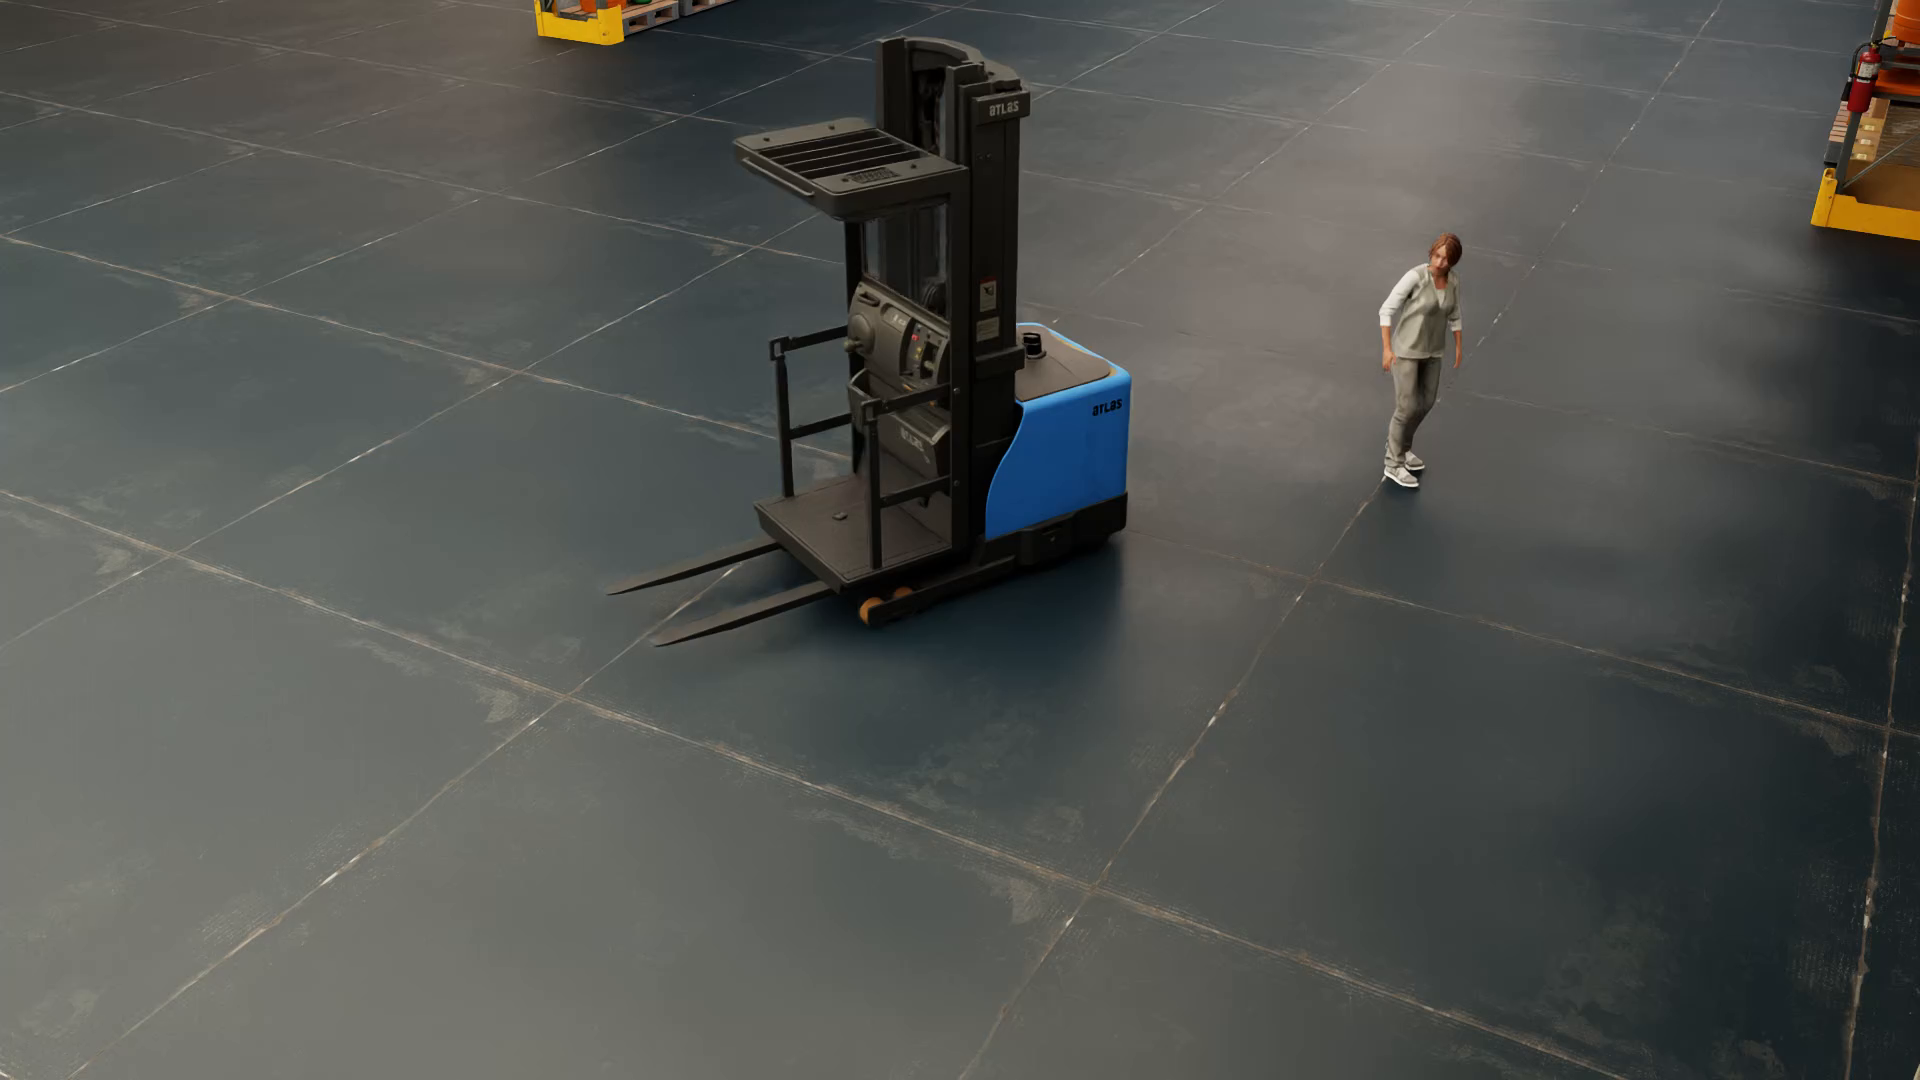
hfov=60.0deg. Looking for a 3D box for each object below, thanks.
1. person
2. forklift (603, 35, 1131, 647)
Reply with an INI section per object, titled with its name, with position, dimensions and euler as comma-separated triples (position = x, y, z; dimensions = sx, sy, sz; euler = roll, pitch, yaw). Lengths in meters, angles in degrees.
[person]
position = 2.906, -1.135, 10.385
dimensions = 0.610, 1.589, 0.455
euler = -15, 33, -24
[forklift]
position = -0.511, -1.086, 8.953
dimensions = 3.031, 2.935, 1.130
euler = -19, 35, -29
